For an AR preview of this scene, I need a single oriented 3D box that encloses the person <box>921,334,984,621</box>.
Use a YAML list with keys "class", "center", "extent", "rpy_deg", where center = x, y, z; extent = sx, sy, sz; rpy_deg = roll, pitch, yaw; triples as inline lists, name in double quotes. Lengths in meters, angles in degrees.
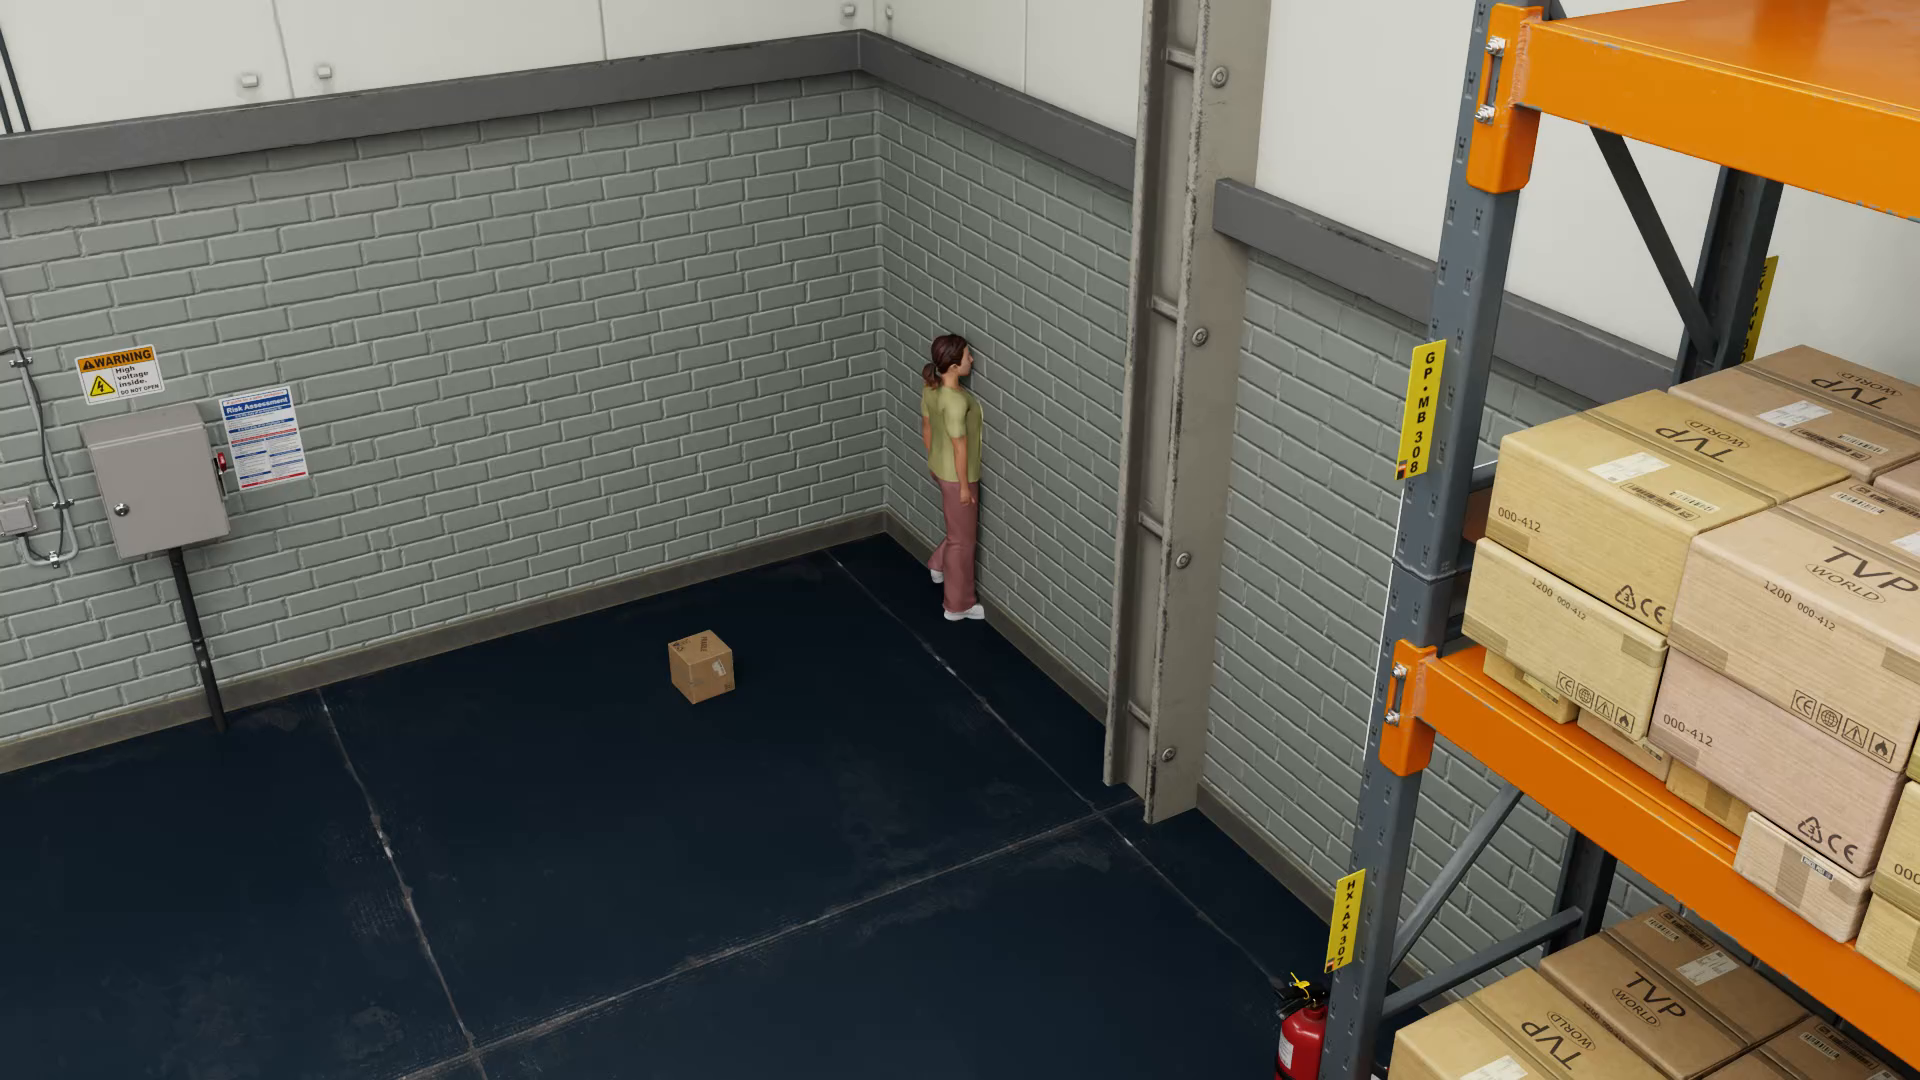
- class: "person"
  center: [0.015, -0.364, 9.211]
  extent: [0.470, 1.673, 0.431]
  rpy_deg: [-13, 32, -22]
